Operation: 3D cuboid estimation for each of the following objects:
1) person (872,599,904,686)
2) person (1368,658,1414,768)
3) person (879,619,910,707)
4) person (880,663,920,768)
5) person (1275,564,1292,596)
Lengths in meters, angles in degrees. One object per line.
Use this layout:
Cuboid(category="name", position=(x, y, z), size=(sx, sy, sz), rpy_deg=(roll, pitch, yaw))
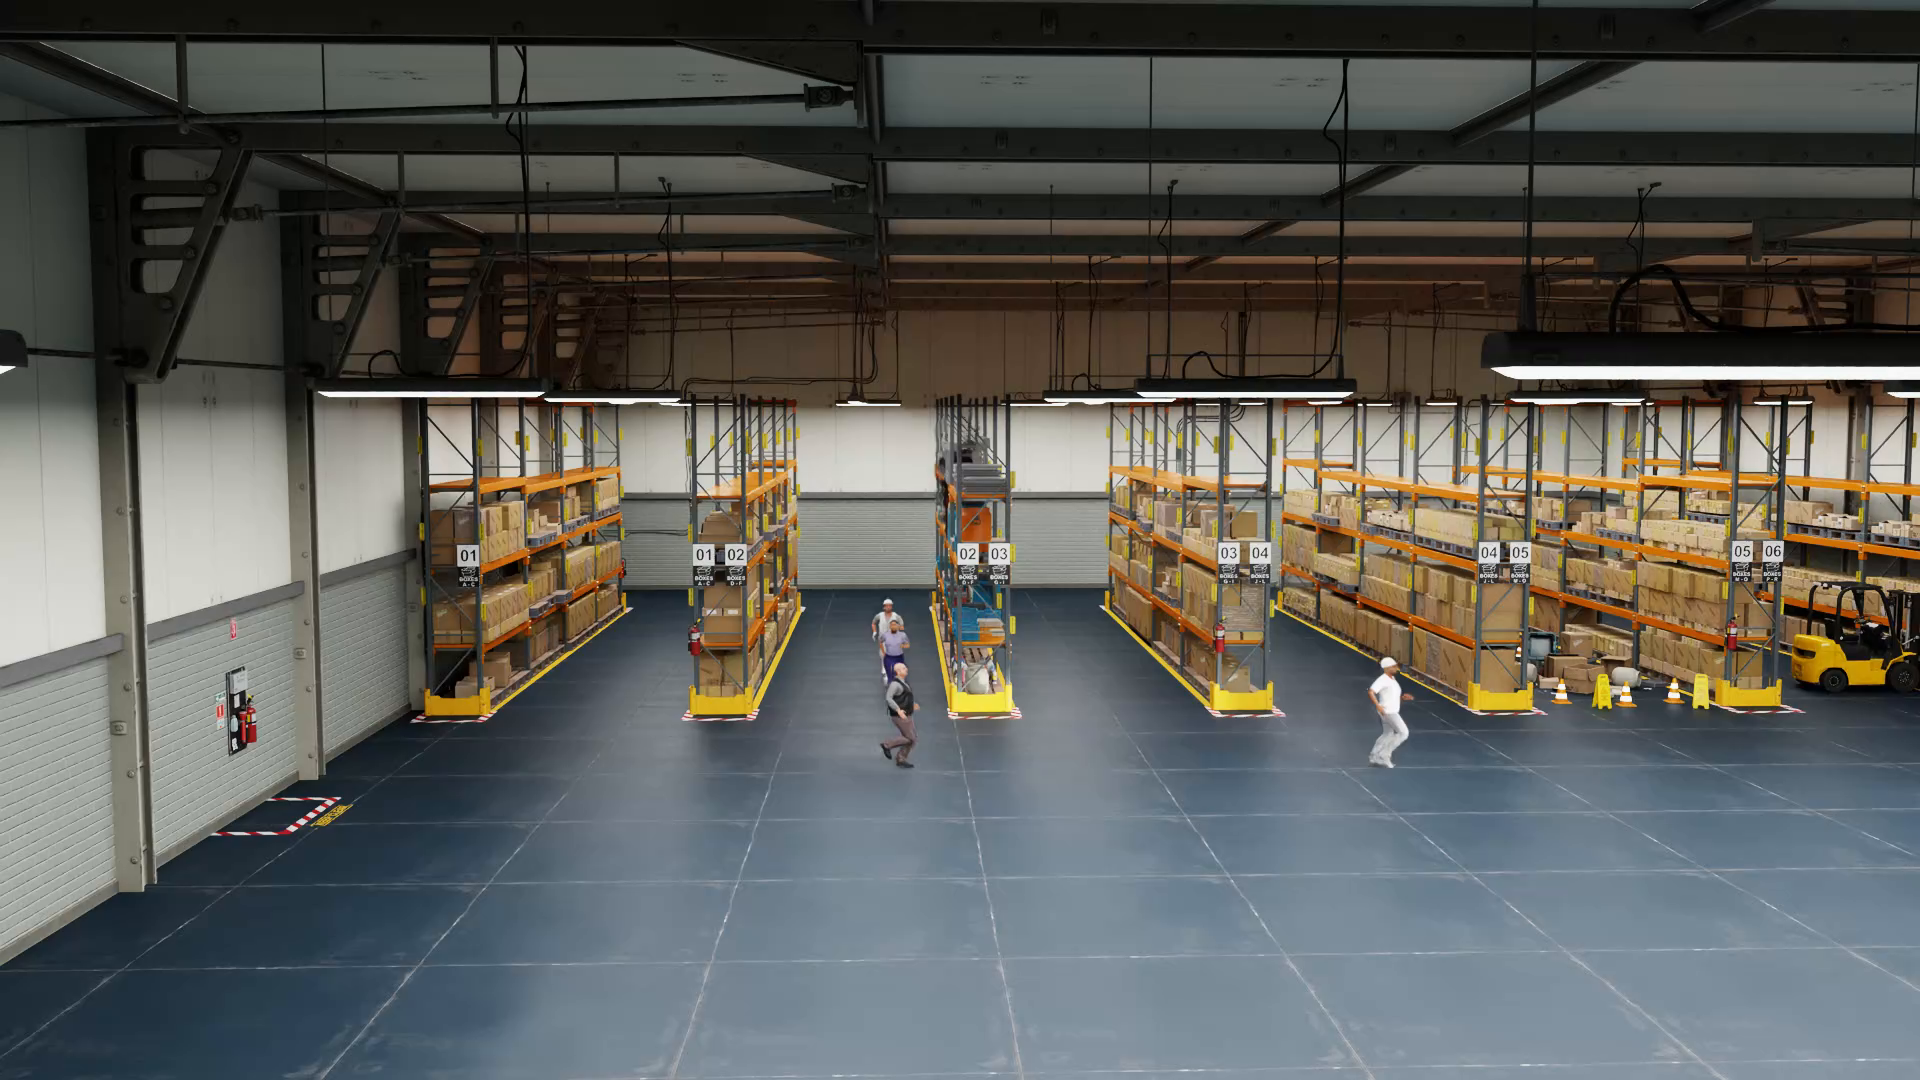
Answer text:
Cuboid(category="person", position=(-1.489, 2.109, 34.472), size=(0.666, 1.767, 0.979), rpy_deg=(0, 5, -6))
Cuboid(category="person", position=(6.875, 2.756, 26.528), size=(0.688, 1.756, 0.675), rpy_deg=(2, 5, 22))
Cuboid(category="person", position=(-1.261, 2.387, 32.231), size=(0.574, 1.719, 0.754), rpy_deg=(-1, 5, -12))
Cuboid(category="person", position=(-0.958, 2.802, 26.603), size=(0.585, 1.683, 0.660), rpy_deg=(1, 5, 15))
Cuboid(category="person", position=(9.556, 1.096, 48.981), size=(0.542, 1.547, 0.602), rpy_deg=(-1, 5, -11))
